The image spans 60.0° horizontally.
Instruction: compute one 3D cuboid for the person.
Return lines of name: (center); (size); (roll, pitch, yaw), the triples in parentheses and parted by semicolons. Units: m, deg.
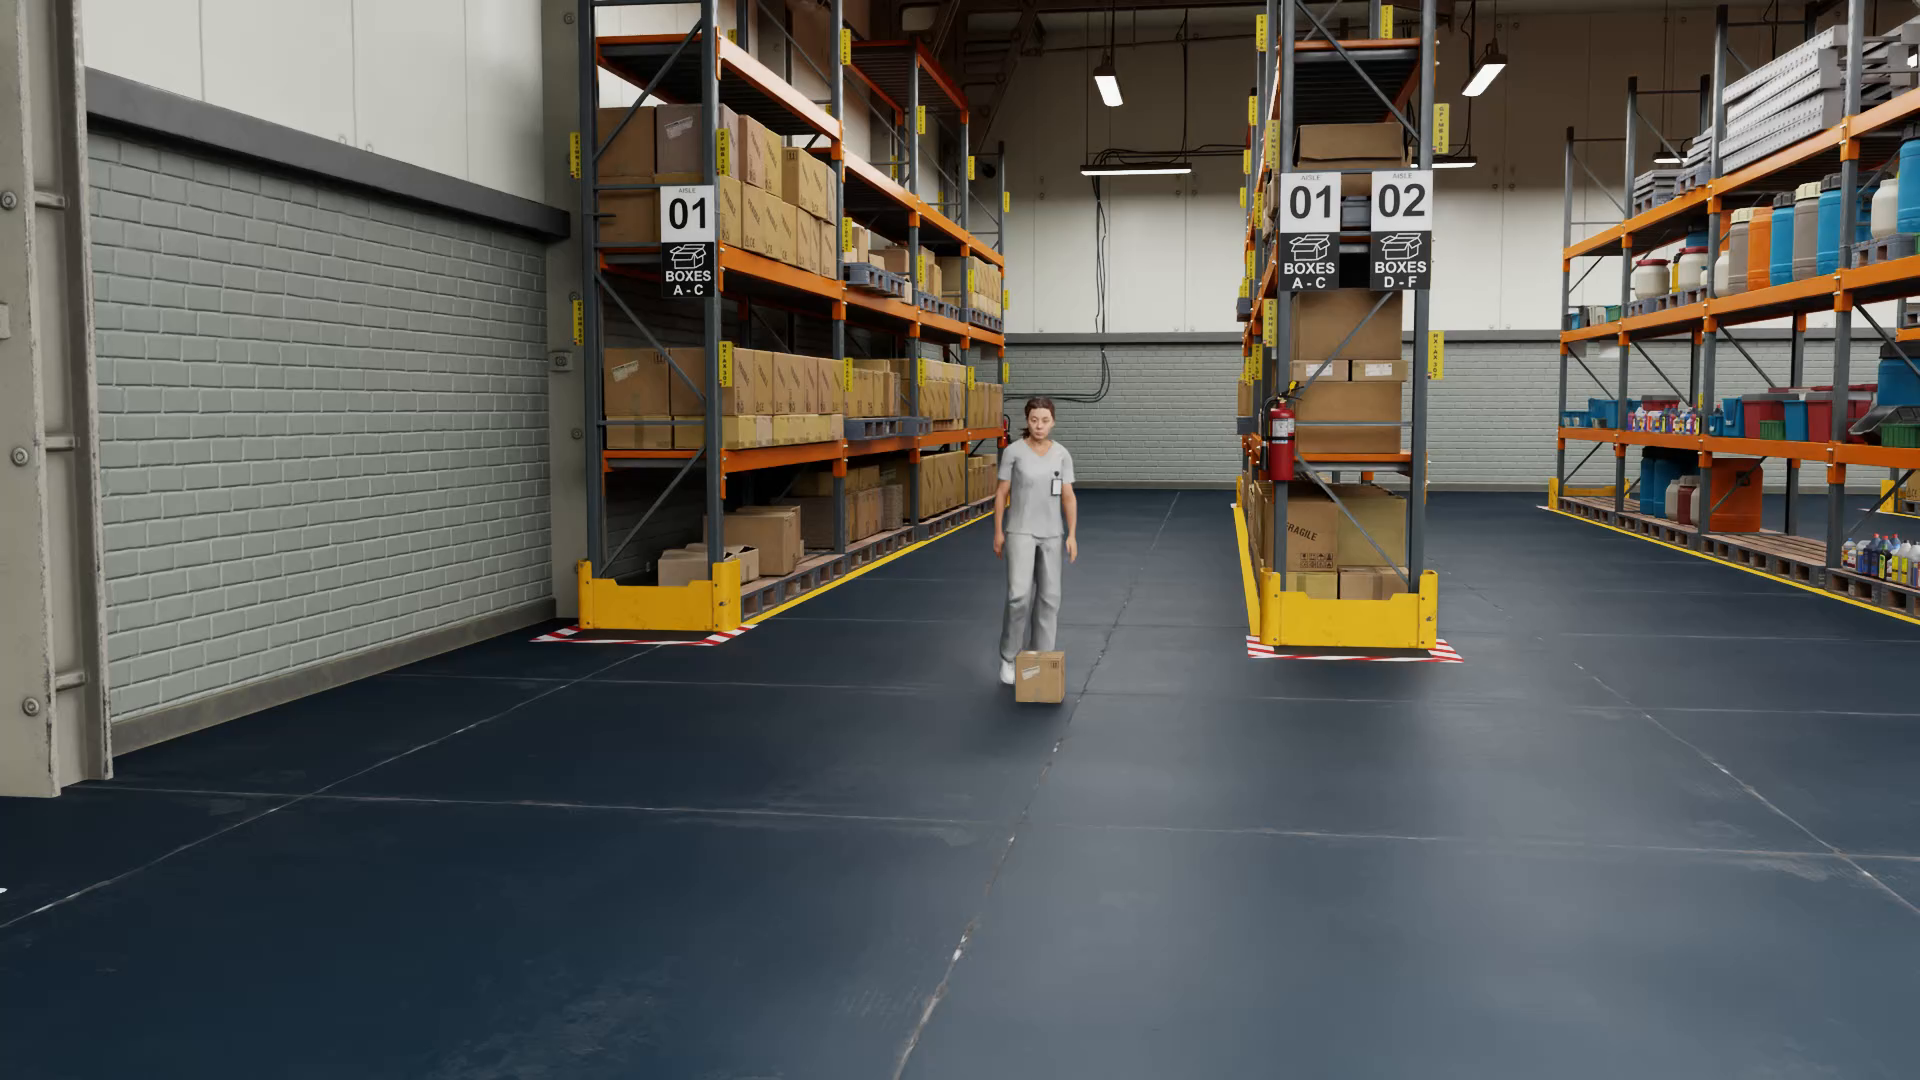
person: (0.447, -0.004, 9.779); (0.472, 1.682, 0.405); (-2, 5, -21)
